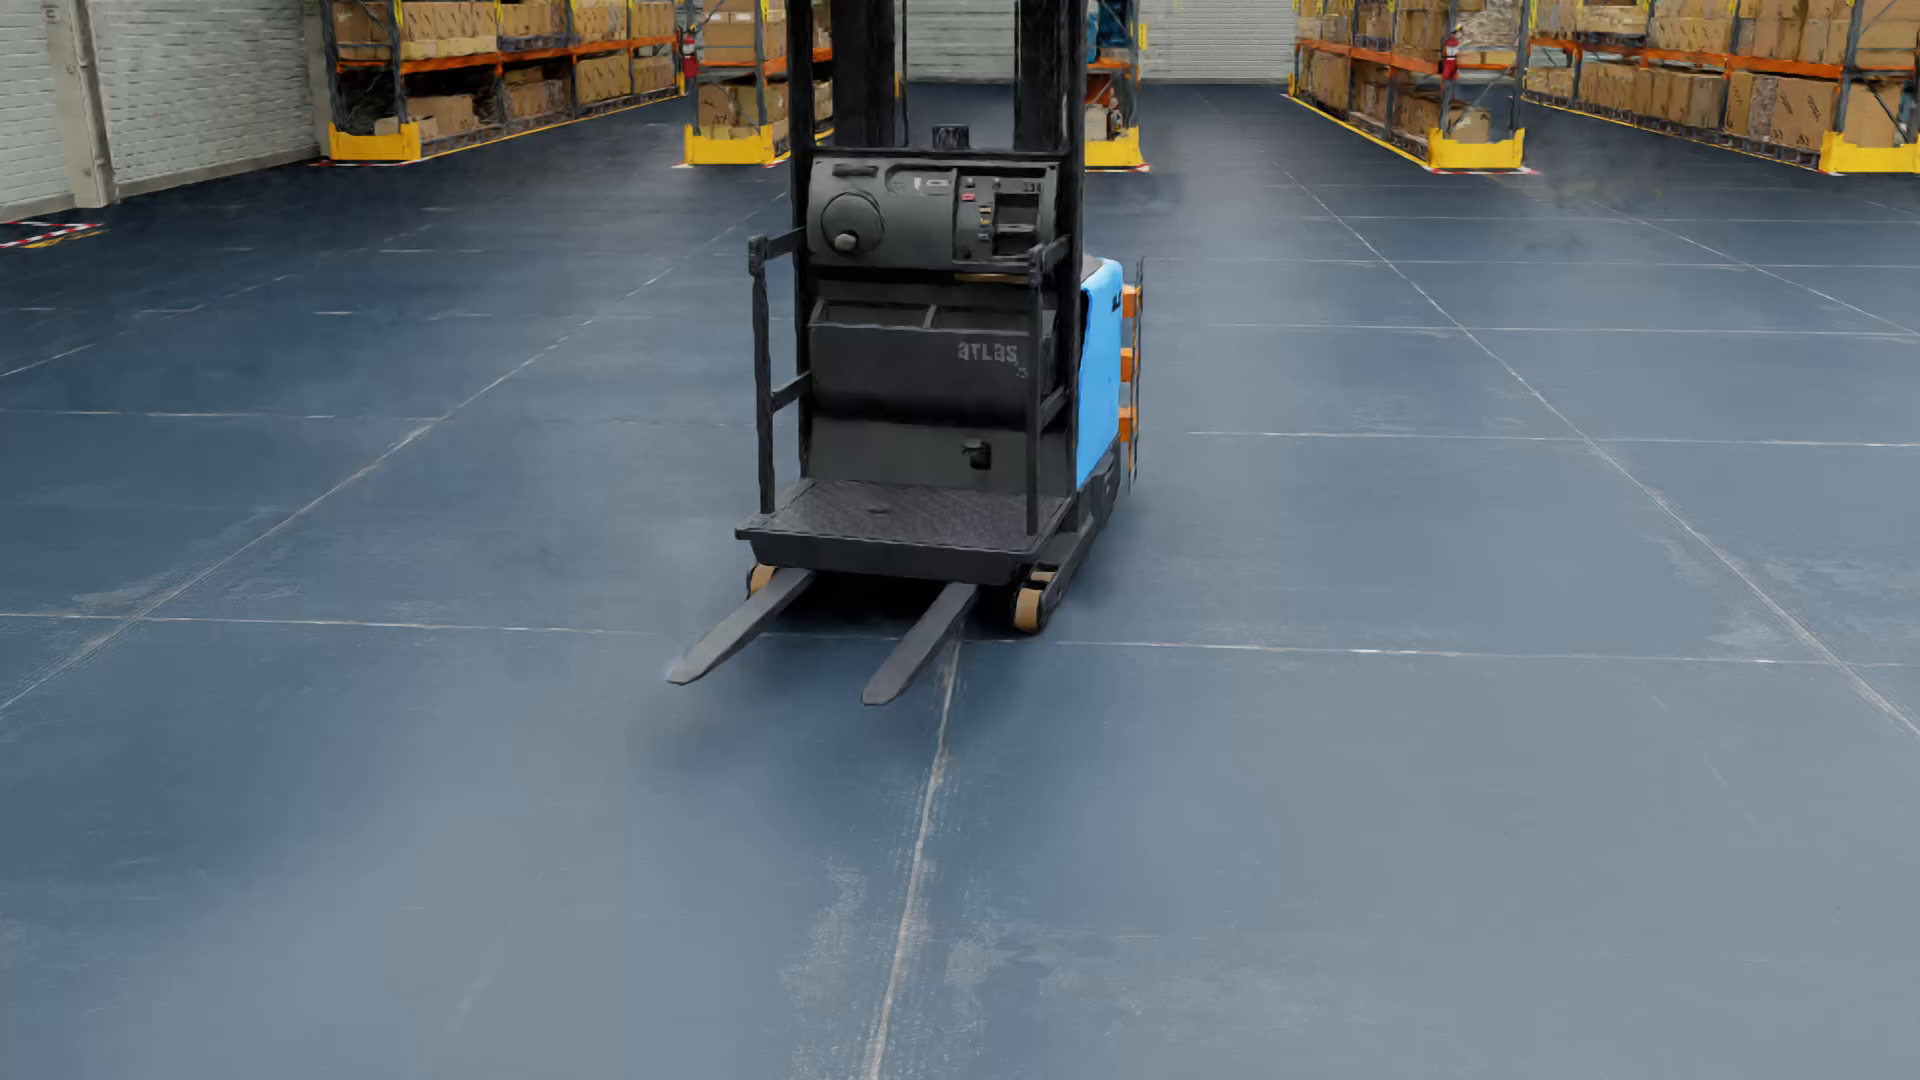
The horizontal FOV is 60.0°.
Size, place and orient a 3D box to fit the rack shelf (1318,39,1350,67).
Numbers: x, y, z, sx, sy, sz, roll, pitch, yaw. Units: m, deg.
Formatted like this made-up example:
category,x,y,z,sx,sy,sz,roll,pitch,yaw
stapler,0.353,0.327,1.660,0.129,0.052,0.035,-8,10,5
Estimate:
category,x,y,z,sx,sy,sz,roll,pitch,yaw
rack shelf,7.482,-9.087,30.994,1.077,0.370,4.000,1,18,4

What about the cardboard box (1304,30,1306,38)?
category,x,y,z,sx,sy,sz,roll,pitch,yaw
cardboard box,7.468,-10.671,35.075,0.380,0.149,0.250,1,18,3

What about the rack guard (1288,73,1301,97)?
category,x,y,z,sx,sy,sz,roll,pitch,yaw
rack guard,7.914,-10.112,36.981,1.175,0.500,0.348,1,18,4

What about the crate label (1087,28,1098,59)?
category,x,y,z,sx,sy,sz,roll,pitch,yaw
crate label,1.687,-7.028,23.498,0.502,0.435,0.616,1,18,4

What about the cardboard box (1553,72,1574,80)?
category,x,y,z,sx,sy,sz,roll,pitch,yaw
cardboard box,12.344,-9.475,33.970,0.380,0.149,0.250,0,18,1

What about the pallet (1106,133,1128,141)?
category,x,y,z,sx,sy,sz,roll,pitch,yaw
pallet,1.937,-5.763,24.173,1.003,0.211,1.213,1,18,4

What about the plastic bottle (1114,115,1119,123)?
category,x,y,z,sx,sy,sz,roll,pitch,yaw
plastic bottle,2.312,-6.103,24.406,0.097,0.271,0.097,0,18,0

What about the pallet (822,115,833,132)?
category,x,y,z,sx,sy,sz,roll,pitch,yaw
pallet,-2.730,-7.072,28.168,1.003,0.211,1.213,1,18,4

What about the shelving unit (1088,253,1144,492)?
category,x,y,z,sx,sy,sz,roll,pitch,yaw
shelving unit,0.678,-0.756,7.545,0.252,1.050,0.215,4,19,13

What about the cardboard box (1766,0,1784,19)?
category,x,y,z,sx,sy,sz,roll,pitch,yaw
cardboard box,11.832,-7.556,23.190,0.875,0.550,0.550,1,18,4

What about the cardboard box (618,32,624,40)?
category,x,y,z,sx,sy,sz,roll,pitch,yaw
cardboard box,-6.933,-10.082,33.245,0.380,0.149,0.250,2,18,5

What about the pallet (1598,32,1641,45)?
category,x,y,z,sx,sy,sz,roll,pitch,yaw
pallet,12.380,-9.190,30.461,1.003,0.211,1.213,1,18,4

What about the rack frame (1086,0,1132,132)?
category,x,y,z,sx,sy,sz,roll,pitch,yaw
rack frame,2.112,-7.676,25.532,1.000,3.000,0.127,1,18,4

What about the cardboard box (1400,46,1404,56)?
category,x,y,z,sx,sy,sz,roll,pitch,yaw
cardboard box,6.715,-7.231,24.576,0.380,0.149,0.250,1,18,4

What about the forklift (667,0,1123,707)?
category,x,y,z,sx,sy,sz,roll,pitch,yaw
forklift,-0.157,-1.191,5.849,1.130,2.935,3.031,5,19,14

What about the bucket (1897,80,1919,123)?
category,x,y,z,sx,sy,sz,roll,pitch,yaw
bucket,14.282,-6.496,24.748,0.726,0.611,0.620,8,10,23

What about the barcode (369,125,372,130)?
category,x,y,z,sx,sy,sz,roll,pitch,yaw
barcode,-8.315,-5.818,23.459,0.001,0.075,0.075,1,18,4

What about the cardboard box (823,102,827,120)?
category,x,y,z,sx,sy,sz,roll,pitch,yaw
cardboard box,-2.480,-7.120,27.577,0.500,0.250,0.500,1,18,2

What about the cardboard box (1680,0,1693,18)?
category,x,y,z,sx,sy,sz,roll,pitch,yaw
cardboard box,12.167,-8.733,26.990,0.700,0.500,0.500,1,18,3

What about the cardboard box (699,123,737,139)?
category,x,y,z,sx,sy,sz,roll,pitch,yaw
cardboard box,-3.372,-5.612,22.973,0.500,0.250,0.500,1,18,4

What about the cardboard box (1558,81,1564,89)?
category,x,y,z,sx,sy,sz,roll,pitch,yaw
cardboard box,12.279,-9.167,33.509,0.380,0.149,0.250,1,18,2

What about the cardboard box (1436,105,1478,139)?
category,x,y,z,sx,sy,sz,roll,pitch,yaw
cardboard box,6.835,-5.715,22.887,0.500,0.500,0.500,6,19,18

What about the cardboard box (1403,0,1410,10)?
category,x,y,z,sx,sy,sz,roll,pitch,yaw
cardboard box,6.732,-7.940,24.094,0.500,0.500,0.500,1,18,4

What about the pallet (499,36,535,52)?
category,x,y,z,sx,sy,sz,roll,pitch,yaw
pallet,-7.570,-8.040,26.951,1.003,0.211,1.213,1,18,4

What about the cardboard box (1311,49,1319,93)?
category,x,y,z,sx,sy,sz,roll,pitch,yaw
cardboard box,7.817,-9.723,34.516,0.875,0.875,0.875,1,18,4

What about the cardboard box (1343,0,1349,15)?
category,x,y,z,sx,sy,sz,roll,pitch,yaw
cardboard box,7.498,-9.970,30.760,0.797,0.503,0.637,2,18,6

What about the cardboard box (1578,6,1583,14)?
category,x,y,z,sx,sy,sz,roll,pitch,yaw
cardboard box,12.078,-10.159,31.883,0.380,0.149,0.250,2,18,7

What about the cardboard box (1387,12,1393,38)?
category,x,y,z,sx,sy,sz,roll,pitch,yaw
cardboard box,7.248,-8.294,25.779,1.000,1.000,1.000,1,18,4

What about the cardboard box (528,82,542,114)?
category,x,y,z,sx,sy,sz,roll,pitch,yaw
cardboard box,-7.643,-7.624,28.680,0.700,0.500,0.500,1,18,4

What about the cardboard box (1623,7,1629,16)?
category,x,y,z,sx,sy,sz,roll,pitch,yaw
cardboard box,11.877,-9.269,29.167,0.380,0.149,0.250,1,18,3

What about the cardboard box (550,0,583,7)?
category,x,y,z,sx,sy,sz,roll,pitch,yaw
cardboard box,-7.191,-9.839,30.257,0.500,0.250,0.500,2,18,5

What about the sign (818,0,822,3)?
category,x,y,z,sx,sy,sz,roll,pitch,yaw
sign,-2.797,-10.694,33.351,0.100,0.325,0.005,1,18,4

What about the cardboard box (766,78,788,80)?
category,x,y,z,sx,sy,sz,roll,pitch,yaw
cardboard box,-2.691,-6.733,25.192,0.500,0.500,0.500,1,18,4

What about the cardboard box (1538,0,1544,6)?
category,x,y,z,sx,sy,sz,roll,pitch,yaw
cardboard box,12.525,-11.524,35.031,0.500,0.500,0.500,2,18,6

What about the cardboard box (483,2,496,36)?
category,x,y,z,sx,sy,sz,roll,pitch,yaw
cardboard box,-7.495,-8.038,25.641,0.500,0.500,0.500,1,18,4

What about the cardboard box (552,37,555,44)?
category,x,y,z,sx,sy,sz,roll,pitch,yaw
cardboard box,-7.229,-9.127,30.331,0.380,0.149,0.250,1,18,3

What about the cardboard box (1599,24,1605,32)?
category,x,y,z,sx,sy,sz,roll,pitch,yaw
cardboard box,11.969,-9.392,30.499,0.380,0.149,0.250,0,18,1

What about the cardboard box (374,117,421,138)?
category,x,y,z,sx,sy,sz,roll,pitch,yaw
cardboard box,-7.917,-5.799,23.416,0.500,0.311,0.500,-1,18,-2

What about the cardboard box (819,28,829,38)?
category,x,y,z,sx,sy,sz,roll,pitch,yaw
cardboard box,-2.612,-8.876,29.337,0.500,0.311,0.500,2,18,7

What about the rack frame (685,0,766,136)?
category,x,y,z,sx,sy,sz,roll,pitch,yaw
rack frame,-3.116,-6.546,22.082,1.000,3.000,0.127,1,18,4

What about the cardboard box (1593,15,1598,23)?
category,x,y,z,sx,sy,sz,roll,pitch,yaw
cardboard box,12.008,-9.692,30.936,0.380,0.149,0.250,2,18,6

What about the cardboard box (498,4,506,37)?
category,x,y,z,sx,sy,sz,roll,pitch,yaw
cardboard box,-7.700,-8.311,26.603,0.700,0.500,0.500,1,18,4

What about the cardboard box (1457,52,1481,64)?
category,x,y,z,sx,sy,sz,roll,pitch,yaw
cardboard box,6.580,-6.297,21.727,0.380,0.149,0.250,1,18,4

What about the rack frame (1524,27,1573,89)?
category,x,y,z,sx,sy,sz,roll,pitch,yaw
rack frame,12.852,-11.150,36.135,1.000,3.000,0.127,1,18,4

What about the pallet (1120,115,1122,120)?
category,x,y,z,sx,sy,sz,roll,pitch,yaw
pallet,2.214,-6.976,27.873,1.003,0.211,1.213,1,18,4

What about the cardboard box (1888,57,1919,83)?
category,x,y,z,sx,sy,sz,roll,pitch,yaw
cardboard box,17.424,-8.266,30.071,0.875,0.875,0.875,2,18,5

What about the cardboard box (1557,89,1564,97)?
category,x,y,z,sx,sy,sz,roll,pitch,yaw
cardboard box,12.310,-9.045,33.613,0.380,0.149,0.250,1,18,2

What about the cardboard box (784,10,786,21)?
category,x,y,z,sx,sy,sz,roll,pitch,yaw
cardboard box,-2.727,-7.660,24.281,0.380,0.149,0.250,2,18,5

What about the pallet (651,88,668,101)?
category,x,y,z,sx,sy,sz,roll,pitch,yaw
pallet,-6.979,-9.671,36.099,1.003,0.211,1.213,1,18,4

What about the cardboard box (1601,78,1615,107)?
category,x,y,z,sx,sy,sz,roll,pitch,yaw
cardboard box,12.128,-8.213,30.512,0.500,0.500,0.500,0,18,1

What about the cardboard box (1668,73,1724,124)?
category,x,y,z,sx,sy,sz,roll,pitch,yaw
cardboard box,12.019,-7.048,26.555,1.050,0.750,0.750,1,18,4

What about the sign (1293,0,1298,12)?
category,x,y,z,sx,sy,sz,roll,pitch,yaw
sign,7.359,-11.756,36.465,0.100,0.325,0.005,1,18,4

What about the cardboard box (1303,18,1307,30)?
category,x,y,z,sx,sy,sz,roll,pitch,yaw
cardboard box,7.538,-10.902,35.140,0.500,0.250,0.500,1,18,2

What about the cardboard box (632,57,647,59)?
category,x,y,z,sx,sy,sz,roll,pitch,yaw
cardboard box,-7.105,-10.533,36.548,0.380,0.149,0.250,1,18,4
